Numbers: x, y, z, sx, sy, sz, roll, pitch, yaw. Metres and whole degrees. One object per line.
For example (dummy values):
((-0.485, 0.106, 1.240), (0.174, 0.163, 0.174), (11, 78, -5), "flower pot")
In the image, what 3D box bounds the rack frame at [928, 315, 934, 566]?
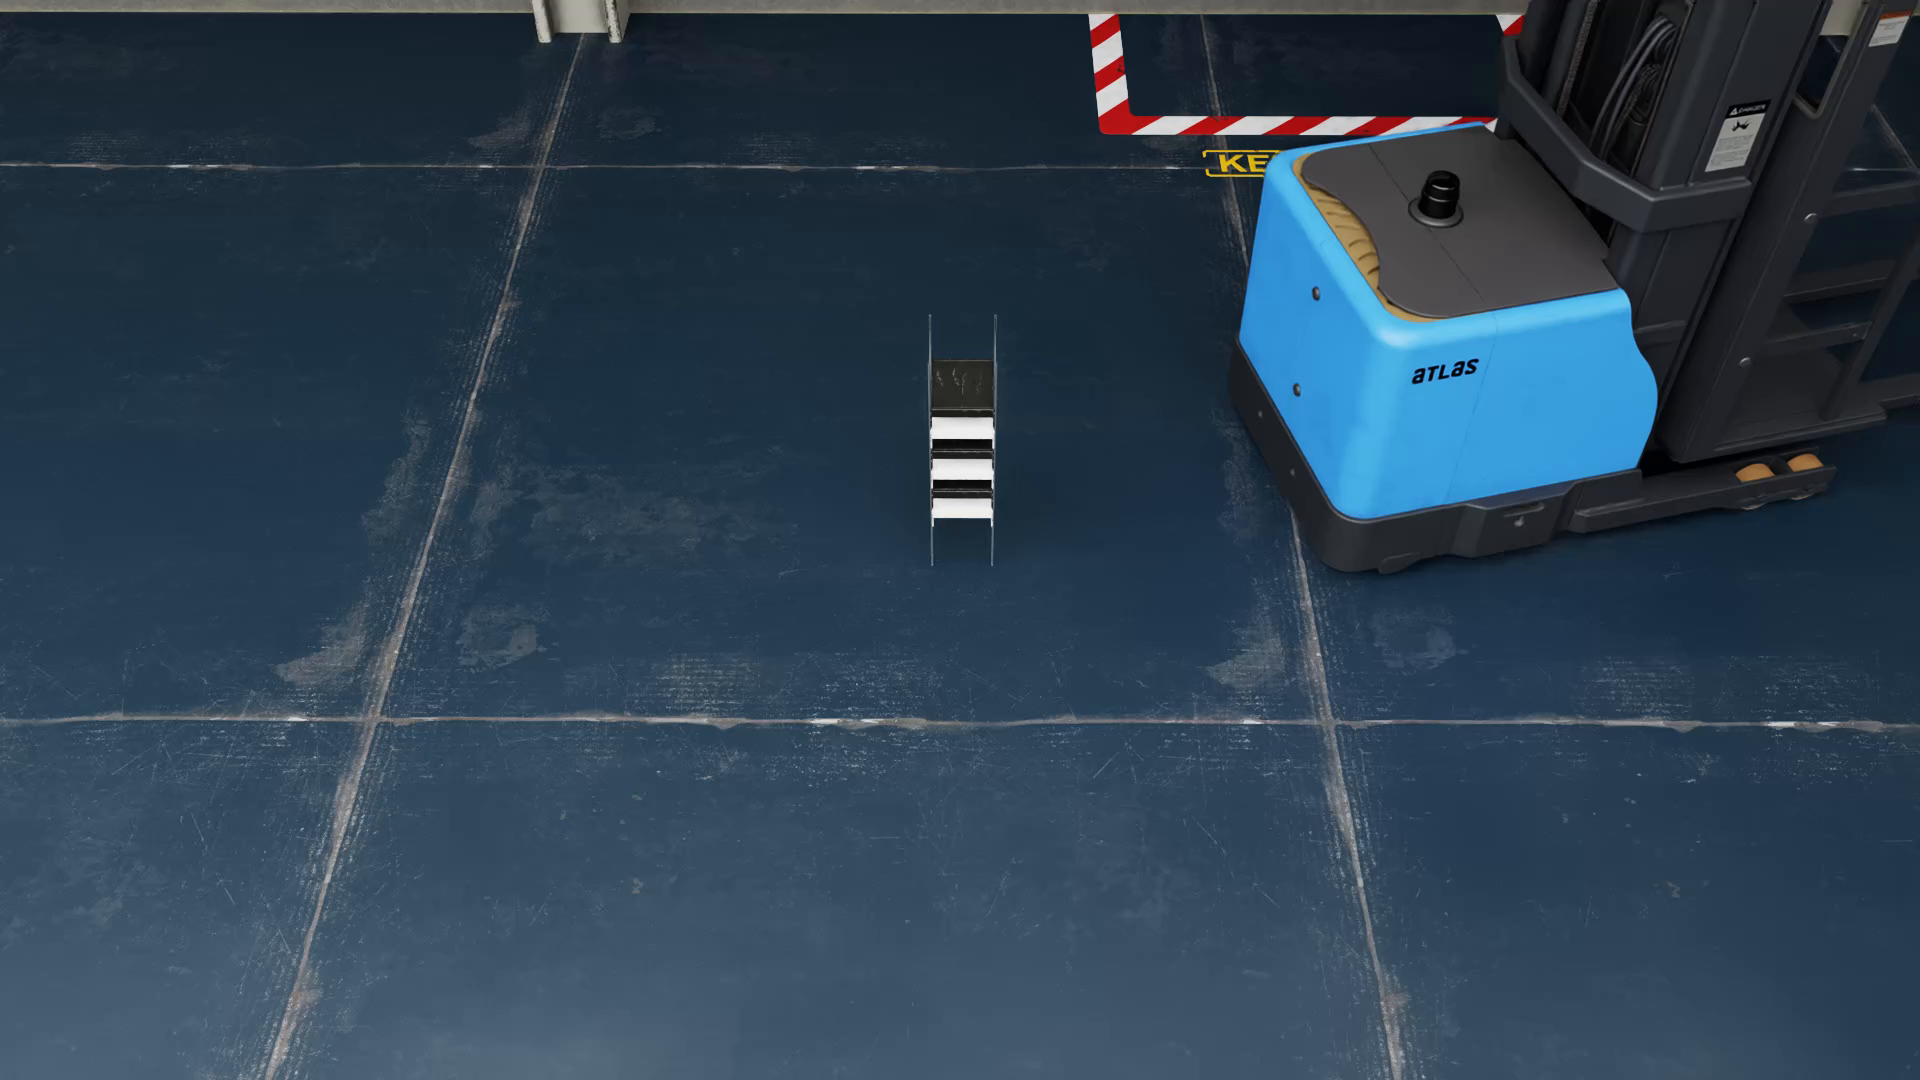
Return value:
((-0.094, -0.307, 5.421), (0.006, 0.900, 0.240), (0, 47, 0), "rack frame")

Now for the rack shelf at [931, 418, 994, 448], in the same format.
((0.008, -0.406, 5.313), (0.200, 0.077, 0.258), (0, 47, 0), "rack shelf")

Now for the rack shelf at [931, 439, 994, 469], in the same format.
((0.008, -0.345, 5.379), (0.200, 0.077, 0.258), (0, 47, 0), "rack shelf")

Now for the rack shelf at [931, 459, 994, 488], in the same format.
((0.008, -0.284, 5.445), (0.200, 0.077, 0.258), (0, 47, 0), "rack shelf")

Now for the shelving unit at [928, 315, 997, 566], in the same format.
((0.008, -0.307, 5.421), (0.210, 0.900, 0.258), (0, 47, 0), "shelving unit")

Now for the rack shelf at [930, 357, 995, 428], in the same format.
((0.008, -0.468, 5.247), (0.200, 0.077, 0.258), (0, 47, 0), "rack shelf")

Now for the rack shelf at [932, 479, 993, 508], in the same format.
((0.008, -0.223, 5.511), (0.200, 0.077, 0.258), (0, 47, 0), "rack shelf")

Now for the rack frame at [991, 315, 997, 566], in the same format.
((0.110, -0.306, 5.420), (0.006, 0.900, 0.240), (0, 47, 0), "rack frame")

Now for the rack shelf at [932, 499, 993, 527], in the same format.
((0.008, -0.161, 5.577), (0.200, 0.077, 0.258), (0, 47, 0), "rack shelf")

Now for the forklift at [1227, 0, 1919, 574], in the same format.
((2.567, -1.472, 5.117), (3.031, 2.935, 1.130), (-11, 48, -10), "forklift")
